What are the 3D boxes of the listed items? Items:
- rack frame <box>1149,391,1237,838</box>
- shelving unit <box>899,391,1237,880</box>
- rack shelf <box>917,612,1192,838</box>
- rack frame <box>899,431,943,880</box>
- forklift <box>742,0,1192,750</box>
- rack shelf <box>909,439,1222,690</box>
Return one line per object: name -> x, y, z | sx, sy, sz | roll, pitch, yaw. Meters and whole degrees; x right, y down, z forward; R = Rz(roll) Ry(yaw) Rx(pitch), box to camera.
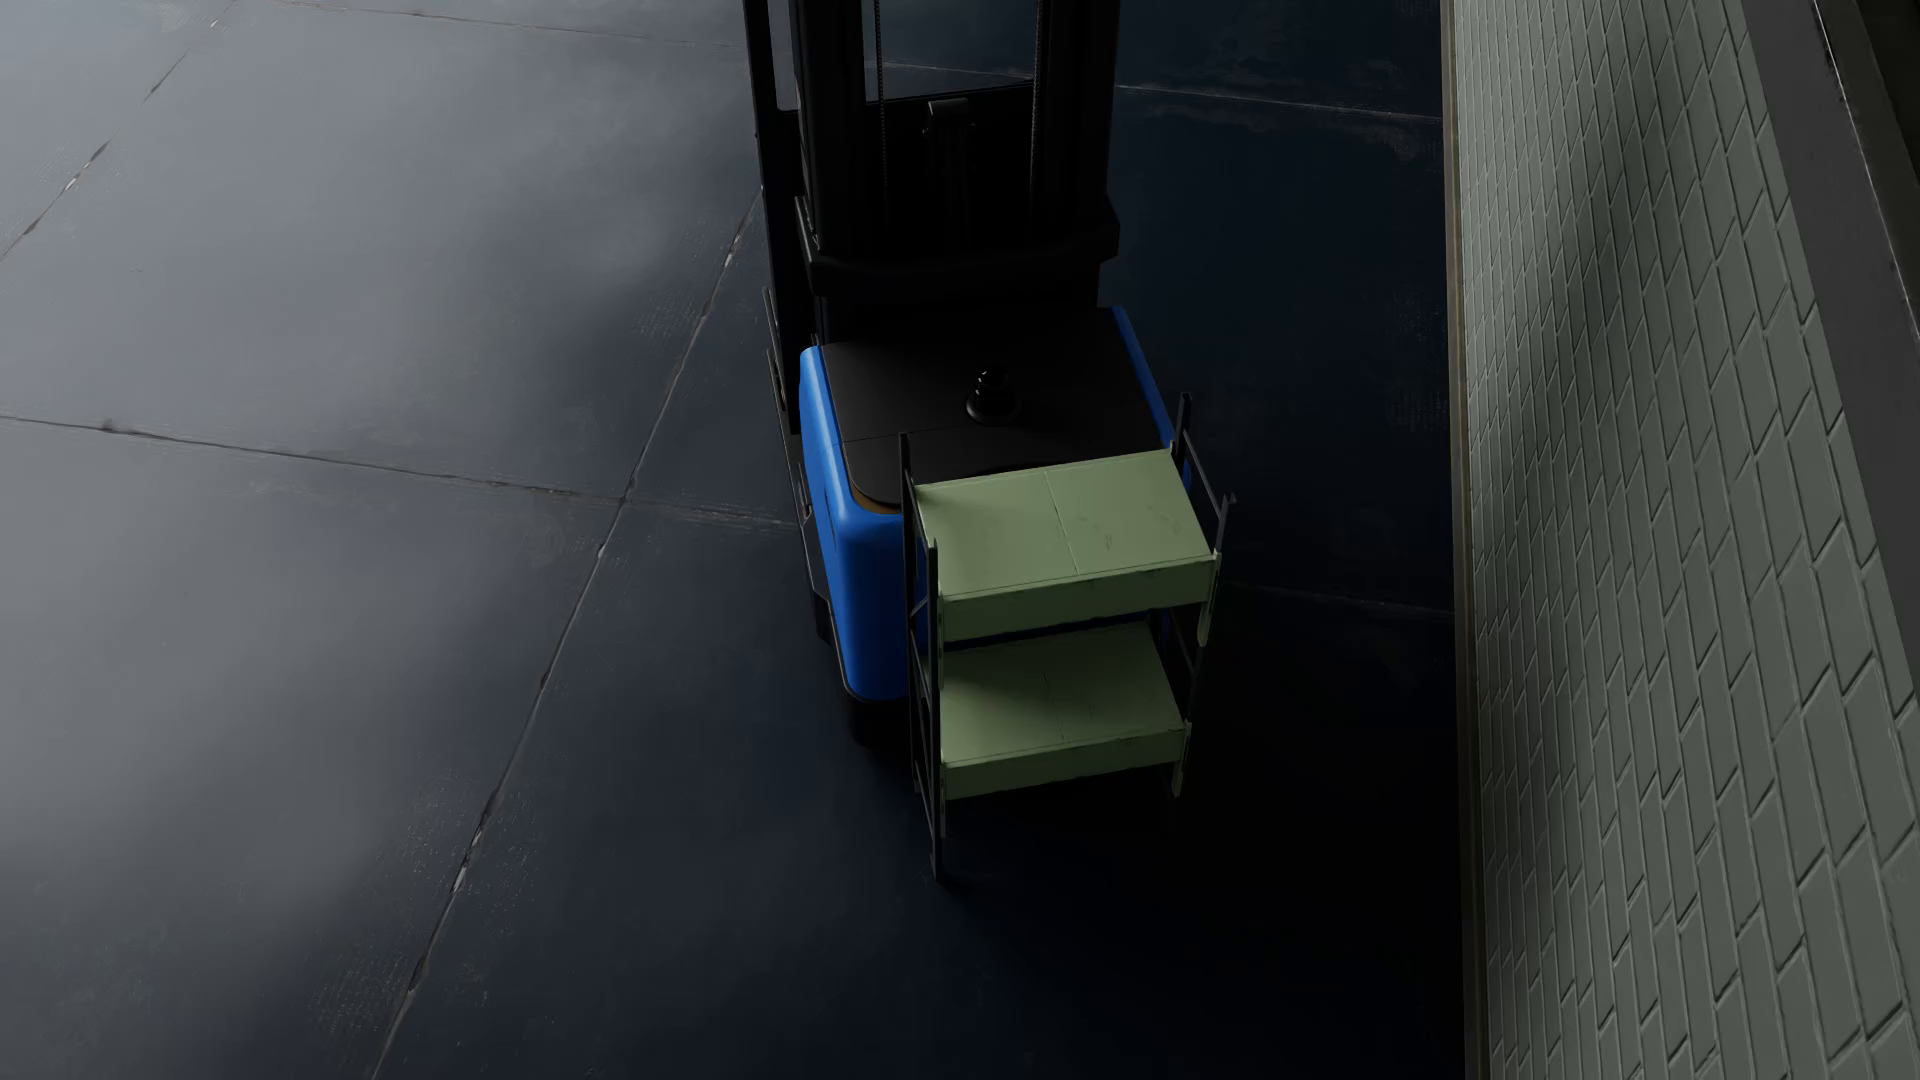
rack frame -> 0.615, 0.268, 4.678 | 0.023, 1.500, 0.400 | -9, 49, -8
shelving unit -> 0.256, 0.322, 4.629 | 0.755, 1.500, 0.431 | -9, 49, -8
rack shelf -> 0.256, 0.540, 4.872 | 0.720, 0.370, 0.431 | -9, 49, -8
rack frame -> -0.102, 0.377, 4.580 | 0.023, 1.500, 0.400 | -9, 49, -8
forklift -> -0.126, -1.438, 5.249 | 1.130, 2.935, 3.031 | -9, 49, -8
rack shelf -> 0.256, 0.061, 4.339 | 0.720, 0.370, 0.431 | -9, 49, -8
